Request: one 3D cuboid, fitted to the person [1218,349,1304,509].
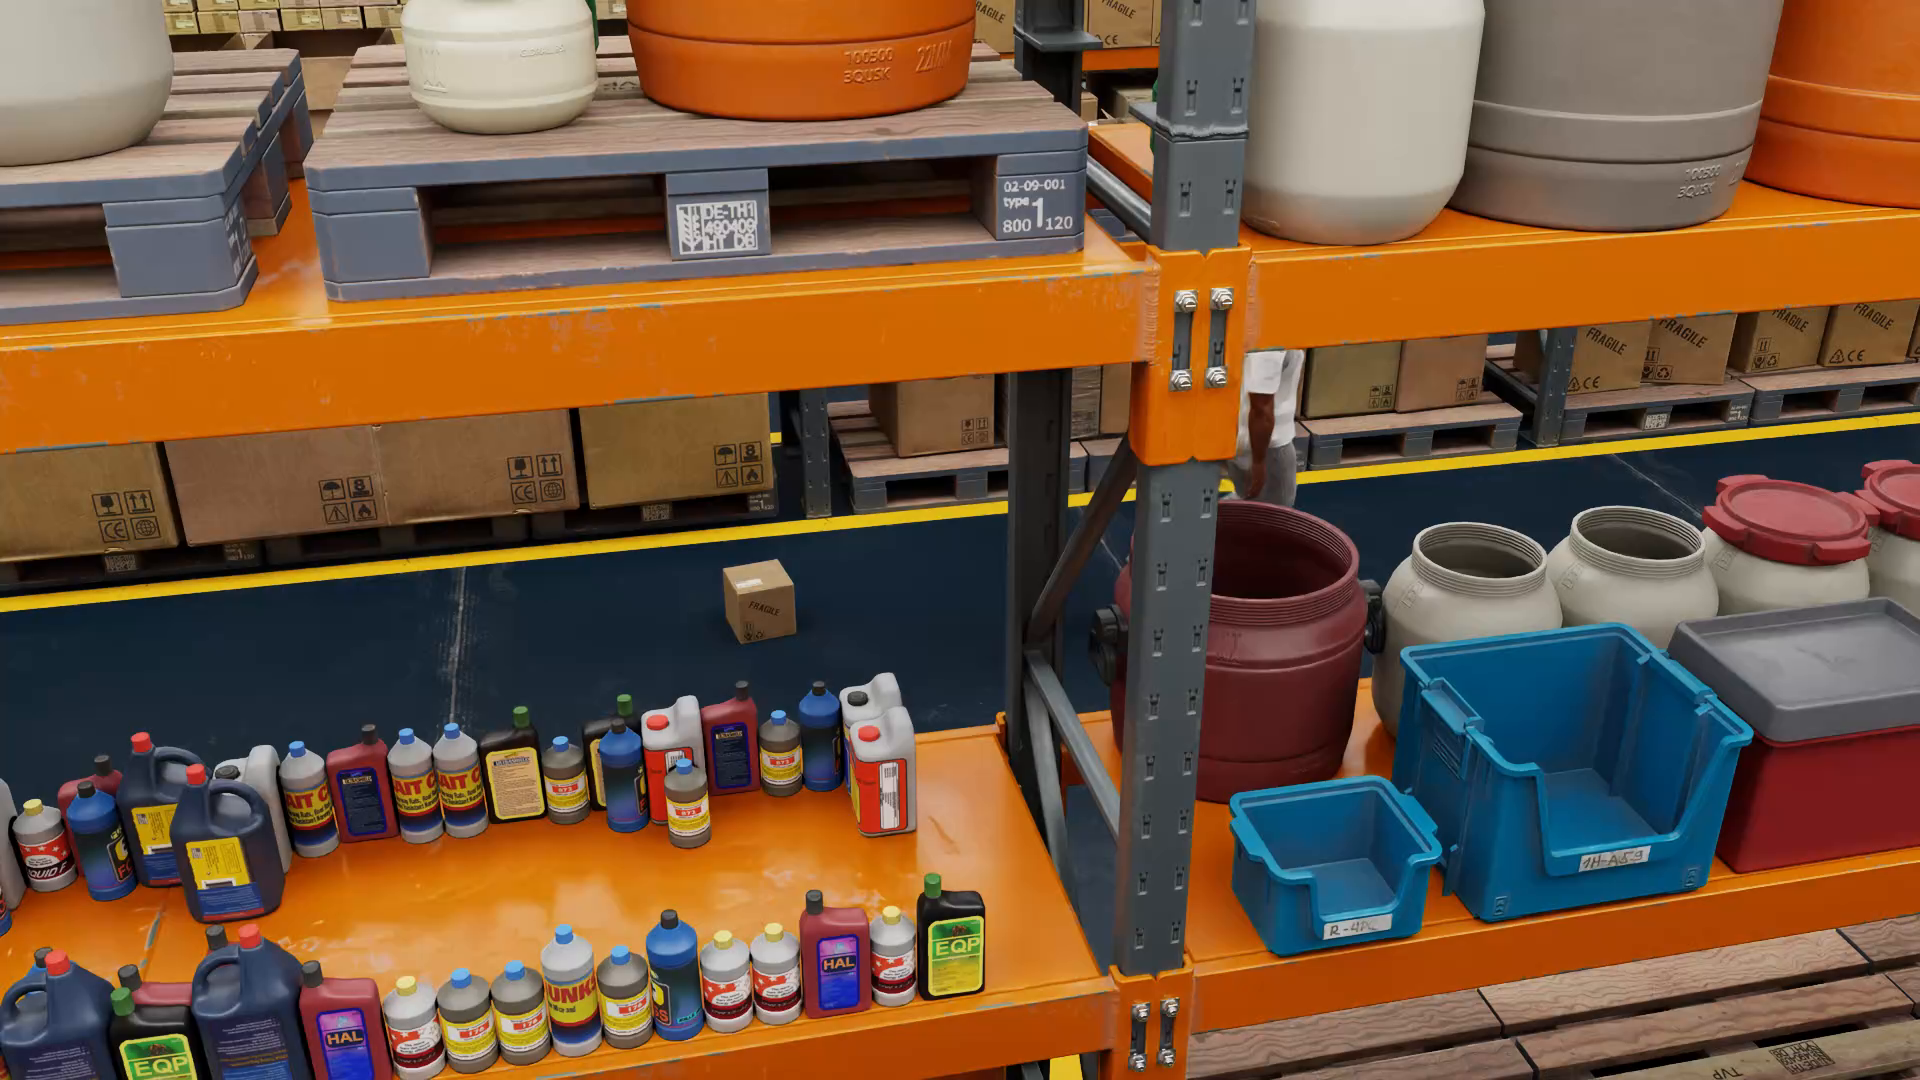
[{"bbox_3d":[1.176,-0.445,6.926,0.649,1.751,0.584,-7,28,-14],"label":"person"}]
